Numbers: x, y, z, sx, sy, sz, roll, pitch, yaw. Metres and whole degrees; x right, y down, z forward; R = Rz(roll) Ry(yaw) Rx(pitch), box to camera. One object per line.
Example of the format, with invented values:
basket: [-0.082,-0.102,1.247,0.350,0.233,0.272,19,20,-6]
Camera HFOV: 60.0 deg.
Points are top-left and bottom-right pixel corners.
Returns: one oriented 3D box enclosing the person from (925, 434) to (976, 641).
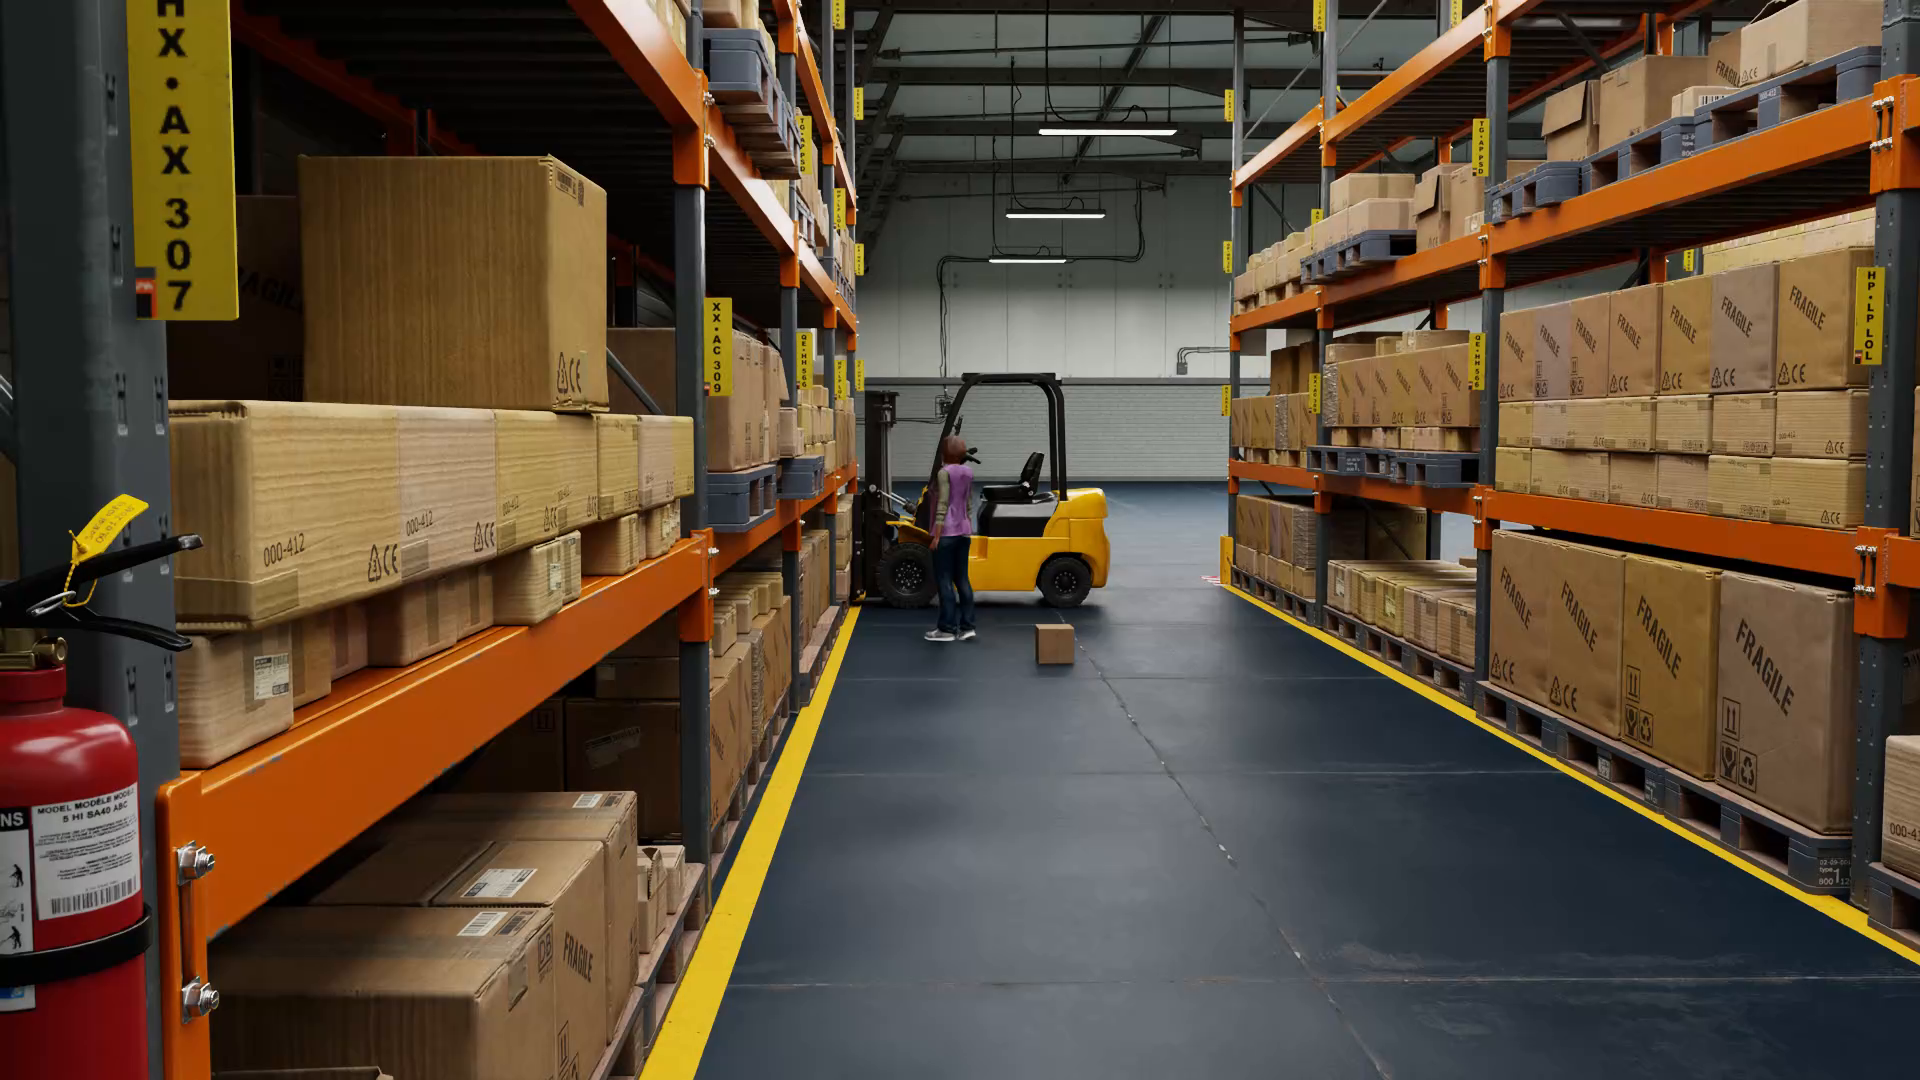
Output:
person: [-0.081,0.002,12.899,0.334,1.639,0.413,3,5,41]
